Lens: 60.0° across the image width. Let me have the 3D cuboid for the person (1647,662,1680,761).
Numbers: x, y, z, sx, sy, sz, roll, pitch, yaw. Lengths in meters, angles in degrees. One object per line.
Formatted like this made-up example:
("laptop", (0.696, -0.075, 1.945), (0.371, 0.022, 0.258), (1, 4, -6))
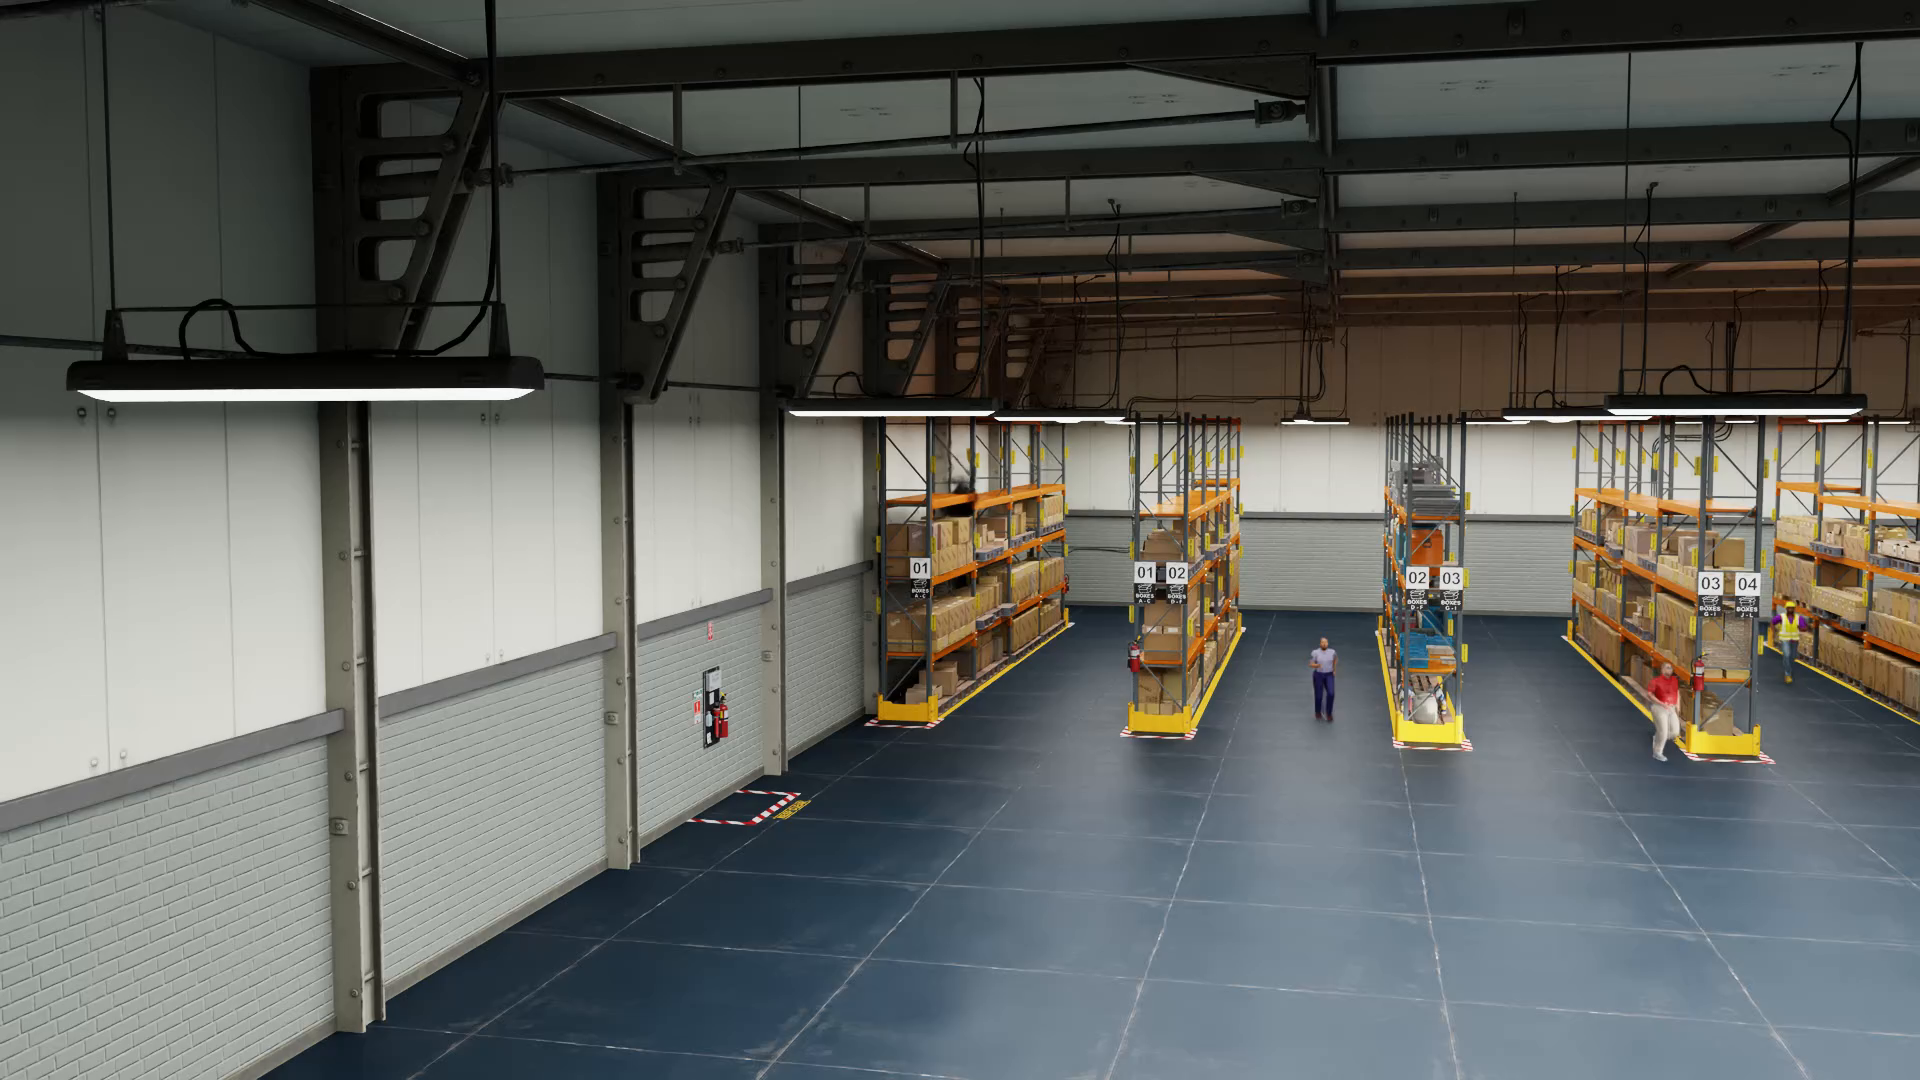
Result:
("person", (12.182, 2.949, 28.710), (0.708, 1.687, 0.614), (-1, 4, -18))

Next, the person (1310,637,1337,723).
("person", (7.092, 2.728, 32.422), (0.554, 1.675, 0.759), (0, 4, 7))

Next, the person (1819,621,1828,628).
("person", (23.014, 1.869, 44.622), (0.757, 1.643, 1.169), (-1, 4, -19))

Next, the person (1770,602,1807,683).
("person", (18.706, 2.274, 37.504), (0.695, 1.768, 0.969), (1, 4, 10))
